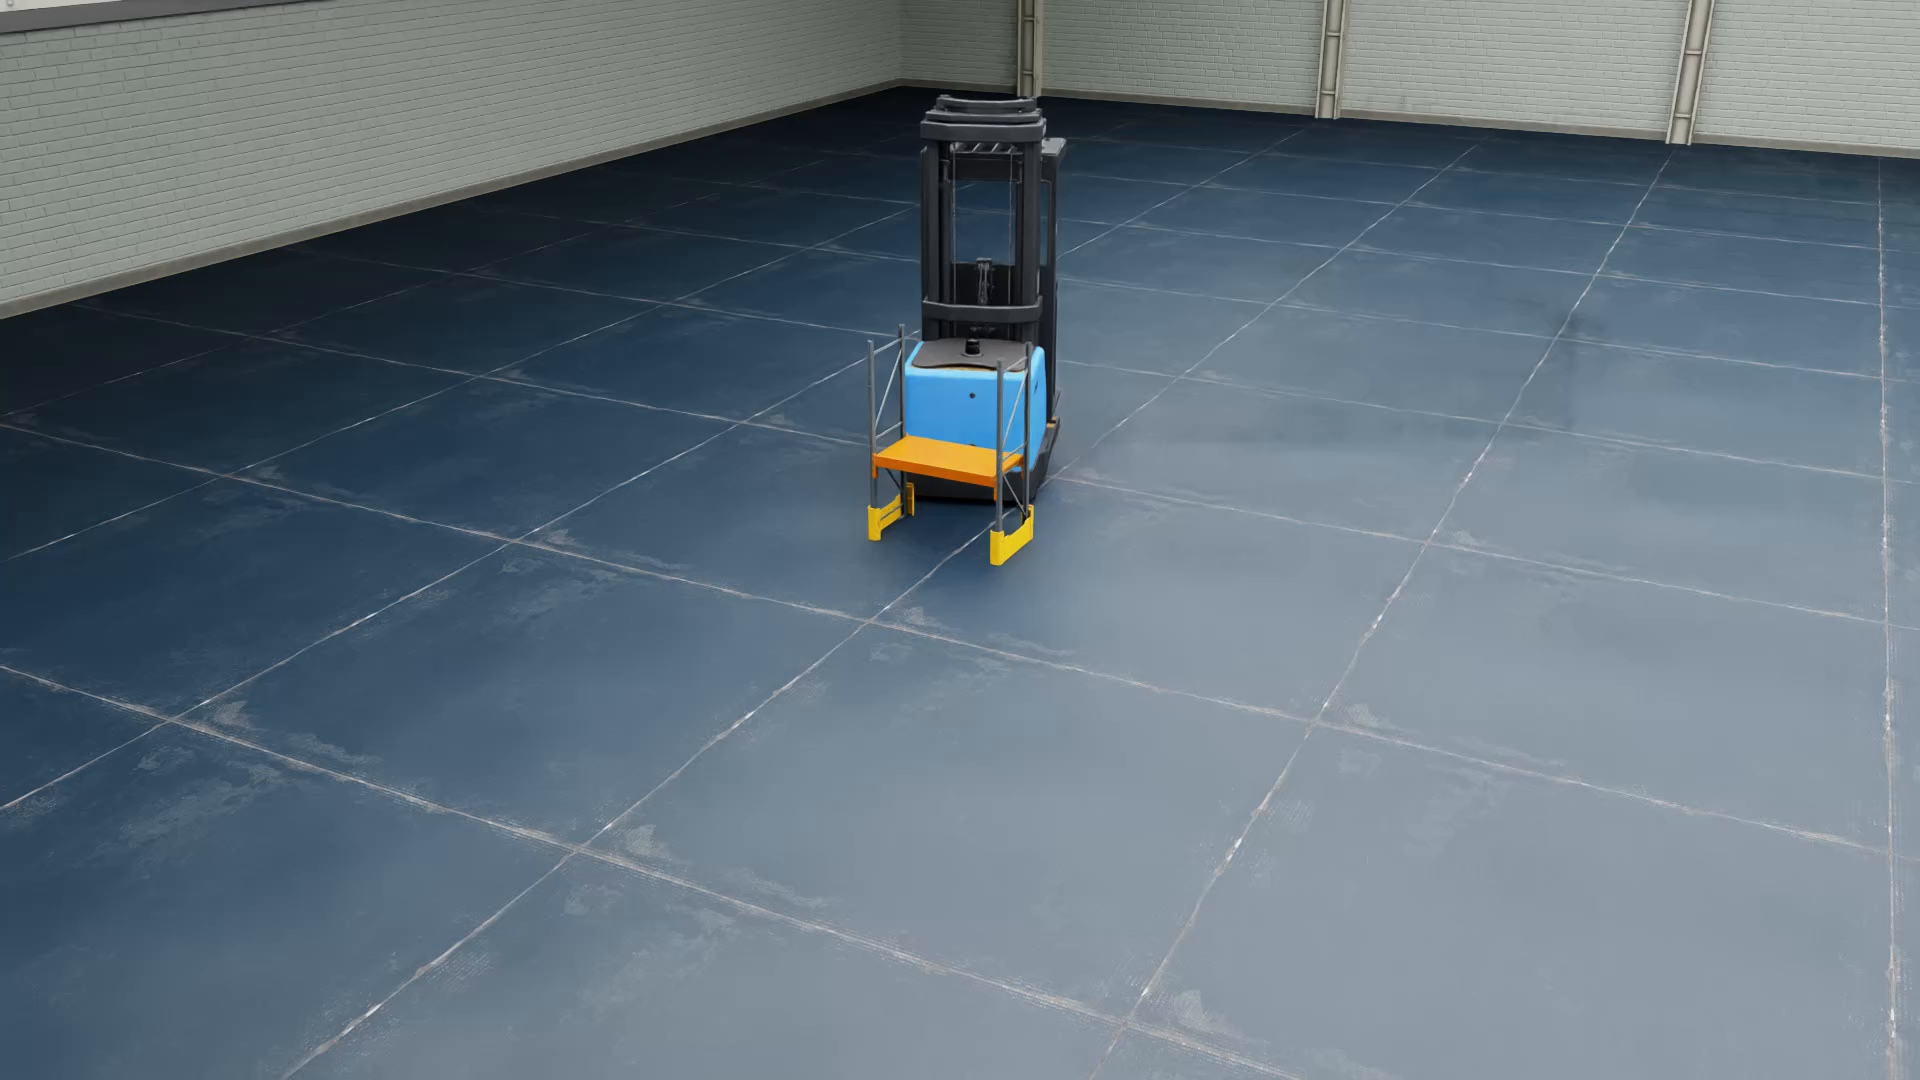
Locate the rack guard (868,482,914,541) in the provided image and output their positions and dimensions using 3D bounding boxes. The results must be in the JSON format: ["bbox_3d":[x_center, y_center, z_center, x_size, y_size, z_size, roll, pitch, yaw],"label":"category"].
[{"bbox_3d":[-0.512,-0.216,12.440,0.087,0.250,0.587,11,25,25],"label":"rack guard"}]

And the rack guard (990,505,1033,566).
[{"bbox_3d":[0.376,-0.041,12.026,0.087,0.250,0.587,11,25,25],"label":"rack guard"}]

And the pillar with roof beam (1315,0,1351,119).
[{"bbox_3d":[4.785,-10.374,25.145,0.400,9.000,9.100,11,25,25],"label":"pillar with roof beam"}]

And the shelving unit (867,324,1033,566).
[{"bbox_3d":[-0.068,-0.704,11.988,1.083,1.500,0.587,11,25,25],"label":"shelving unit"}]

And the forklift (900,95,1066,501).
[{"bbox_3d":[0.267,-2.189,13.653,1.130,2.935,3.031,3,23,8],"label":"forklift"}]

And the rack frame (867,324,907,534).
[{"bbox_3d":[-0.530,-0.795,12.203,0.032,1.500,0.500,11,25,25],"label":"rack frame"}]

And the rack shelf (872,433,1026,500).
[{"bbox_3d":[-0.076,-0.540,12.062,1.000,0.185,0.538,11,25,25],"label":"rack shelf"}]

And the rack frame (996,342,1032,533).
[{"bbox_3d":[0.378,-0.615,11.781,0.032,1.500,0.500,11,25,25],"label":"rack frame"}]

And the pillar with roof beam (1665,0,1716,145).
[{"bbox_3d":[10.140,-9.314,22.654,0.400,9.000,9.100,11,25,25],"label":"pillar with roof beam"}]

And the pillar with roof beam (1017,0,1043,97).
[{"bbox_3d":[-0.569,-11.433,27.636,0.400,9.000,9.100,11,25,25],"label":"pillar with roof beam"}]
